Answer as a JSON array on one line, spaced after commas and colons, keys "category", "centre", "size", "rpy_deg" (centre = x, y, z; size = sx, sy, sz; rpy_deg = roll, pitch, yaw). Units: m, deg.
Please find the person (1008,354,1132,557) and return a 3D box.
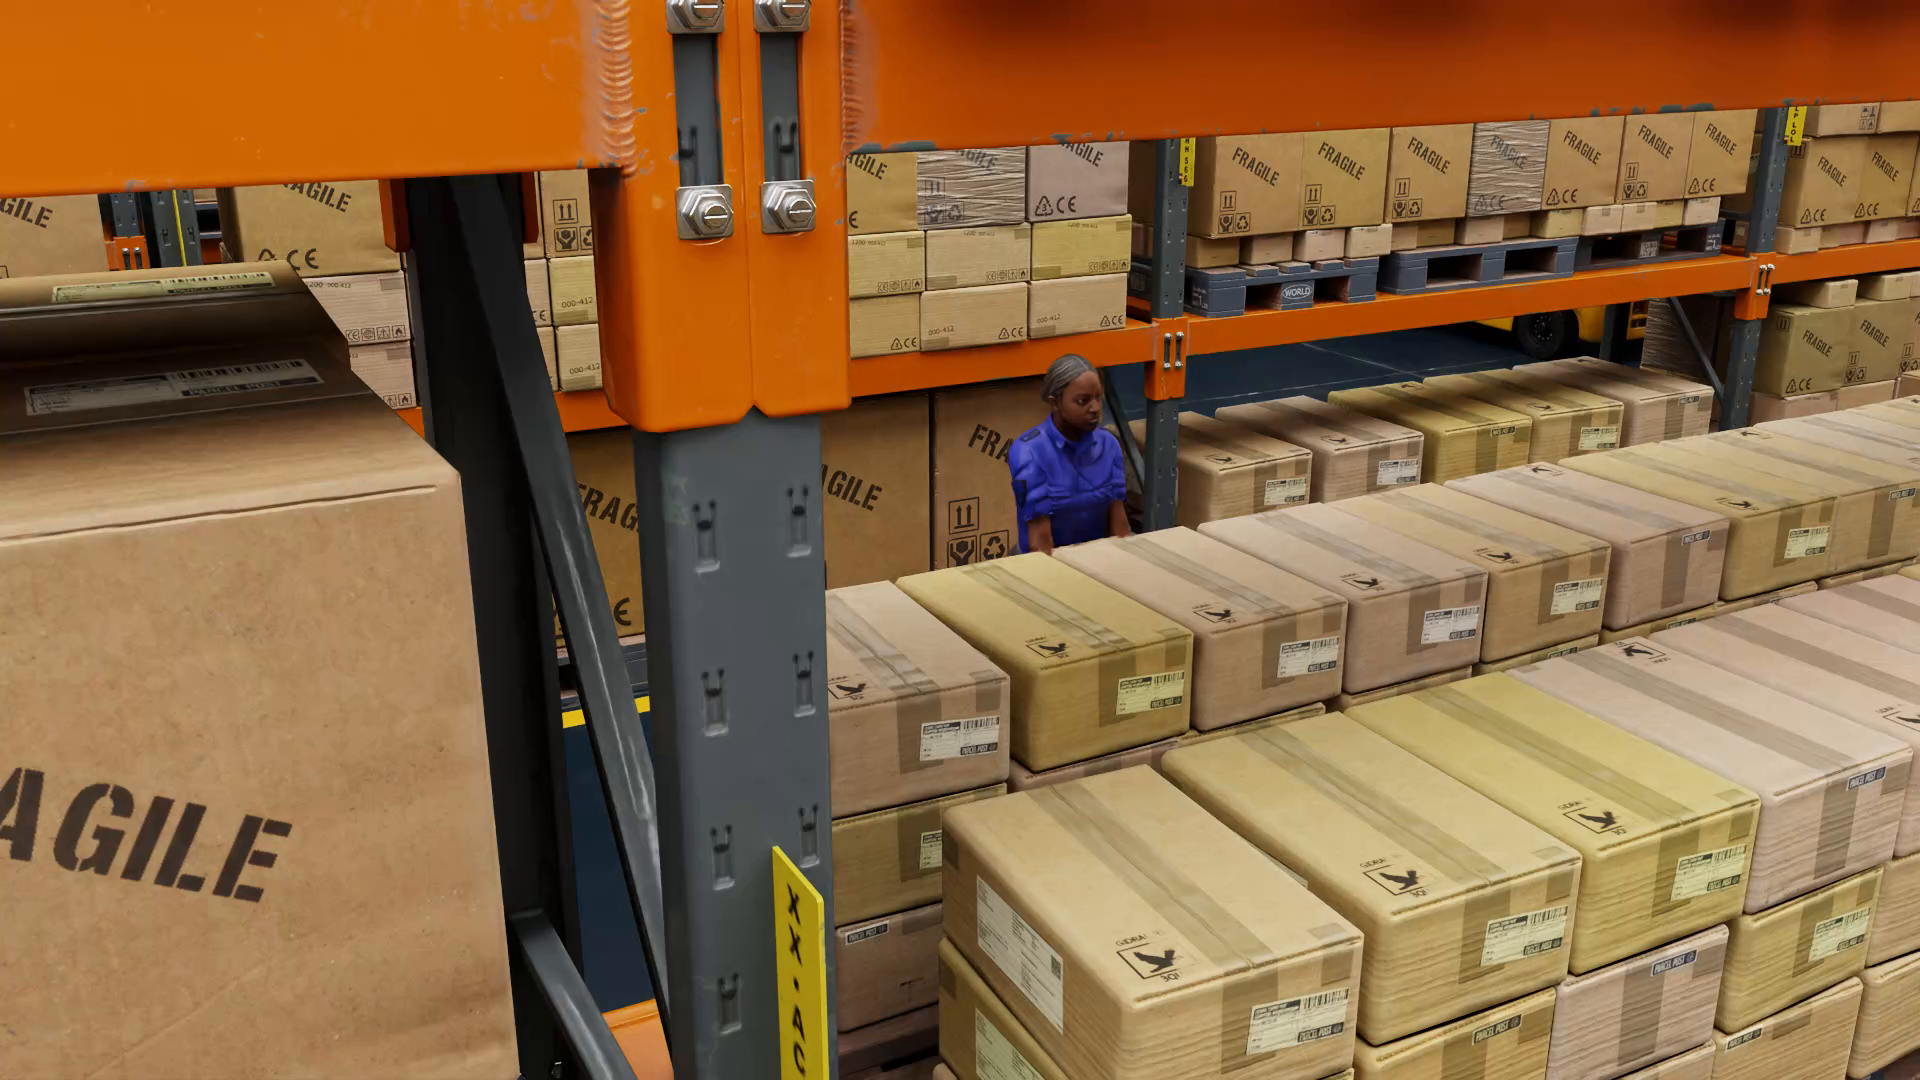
[{"category": "person", "centre": [0.369, 0.208, 5.475], "size": [0.413, 1.652, 0.522], "rpy_deg": [-10, 21, -28]}]
